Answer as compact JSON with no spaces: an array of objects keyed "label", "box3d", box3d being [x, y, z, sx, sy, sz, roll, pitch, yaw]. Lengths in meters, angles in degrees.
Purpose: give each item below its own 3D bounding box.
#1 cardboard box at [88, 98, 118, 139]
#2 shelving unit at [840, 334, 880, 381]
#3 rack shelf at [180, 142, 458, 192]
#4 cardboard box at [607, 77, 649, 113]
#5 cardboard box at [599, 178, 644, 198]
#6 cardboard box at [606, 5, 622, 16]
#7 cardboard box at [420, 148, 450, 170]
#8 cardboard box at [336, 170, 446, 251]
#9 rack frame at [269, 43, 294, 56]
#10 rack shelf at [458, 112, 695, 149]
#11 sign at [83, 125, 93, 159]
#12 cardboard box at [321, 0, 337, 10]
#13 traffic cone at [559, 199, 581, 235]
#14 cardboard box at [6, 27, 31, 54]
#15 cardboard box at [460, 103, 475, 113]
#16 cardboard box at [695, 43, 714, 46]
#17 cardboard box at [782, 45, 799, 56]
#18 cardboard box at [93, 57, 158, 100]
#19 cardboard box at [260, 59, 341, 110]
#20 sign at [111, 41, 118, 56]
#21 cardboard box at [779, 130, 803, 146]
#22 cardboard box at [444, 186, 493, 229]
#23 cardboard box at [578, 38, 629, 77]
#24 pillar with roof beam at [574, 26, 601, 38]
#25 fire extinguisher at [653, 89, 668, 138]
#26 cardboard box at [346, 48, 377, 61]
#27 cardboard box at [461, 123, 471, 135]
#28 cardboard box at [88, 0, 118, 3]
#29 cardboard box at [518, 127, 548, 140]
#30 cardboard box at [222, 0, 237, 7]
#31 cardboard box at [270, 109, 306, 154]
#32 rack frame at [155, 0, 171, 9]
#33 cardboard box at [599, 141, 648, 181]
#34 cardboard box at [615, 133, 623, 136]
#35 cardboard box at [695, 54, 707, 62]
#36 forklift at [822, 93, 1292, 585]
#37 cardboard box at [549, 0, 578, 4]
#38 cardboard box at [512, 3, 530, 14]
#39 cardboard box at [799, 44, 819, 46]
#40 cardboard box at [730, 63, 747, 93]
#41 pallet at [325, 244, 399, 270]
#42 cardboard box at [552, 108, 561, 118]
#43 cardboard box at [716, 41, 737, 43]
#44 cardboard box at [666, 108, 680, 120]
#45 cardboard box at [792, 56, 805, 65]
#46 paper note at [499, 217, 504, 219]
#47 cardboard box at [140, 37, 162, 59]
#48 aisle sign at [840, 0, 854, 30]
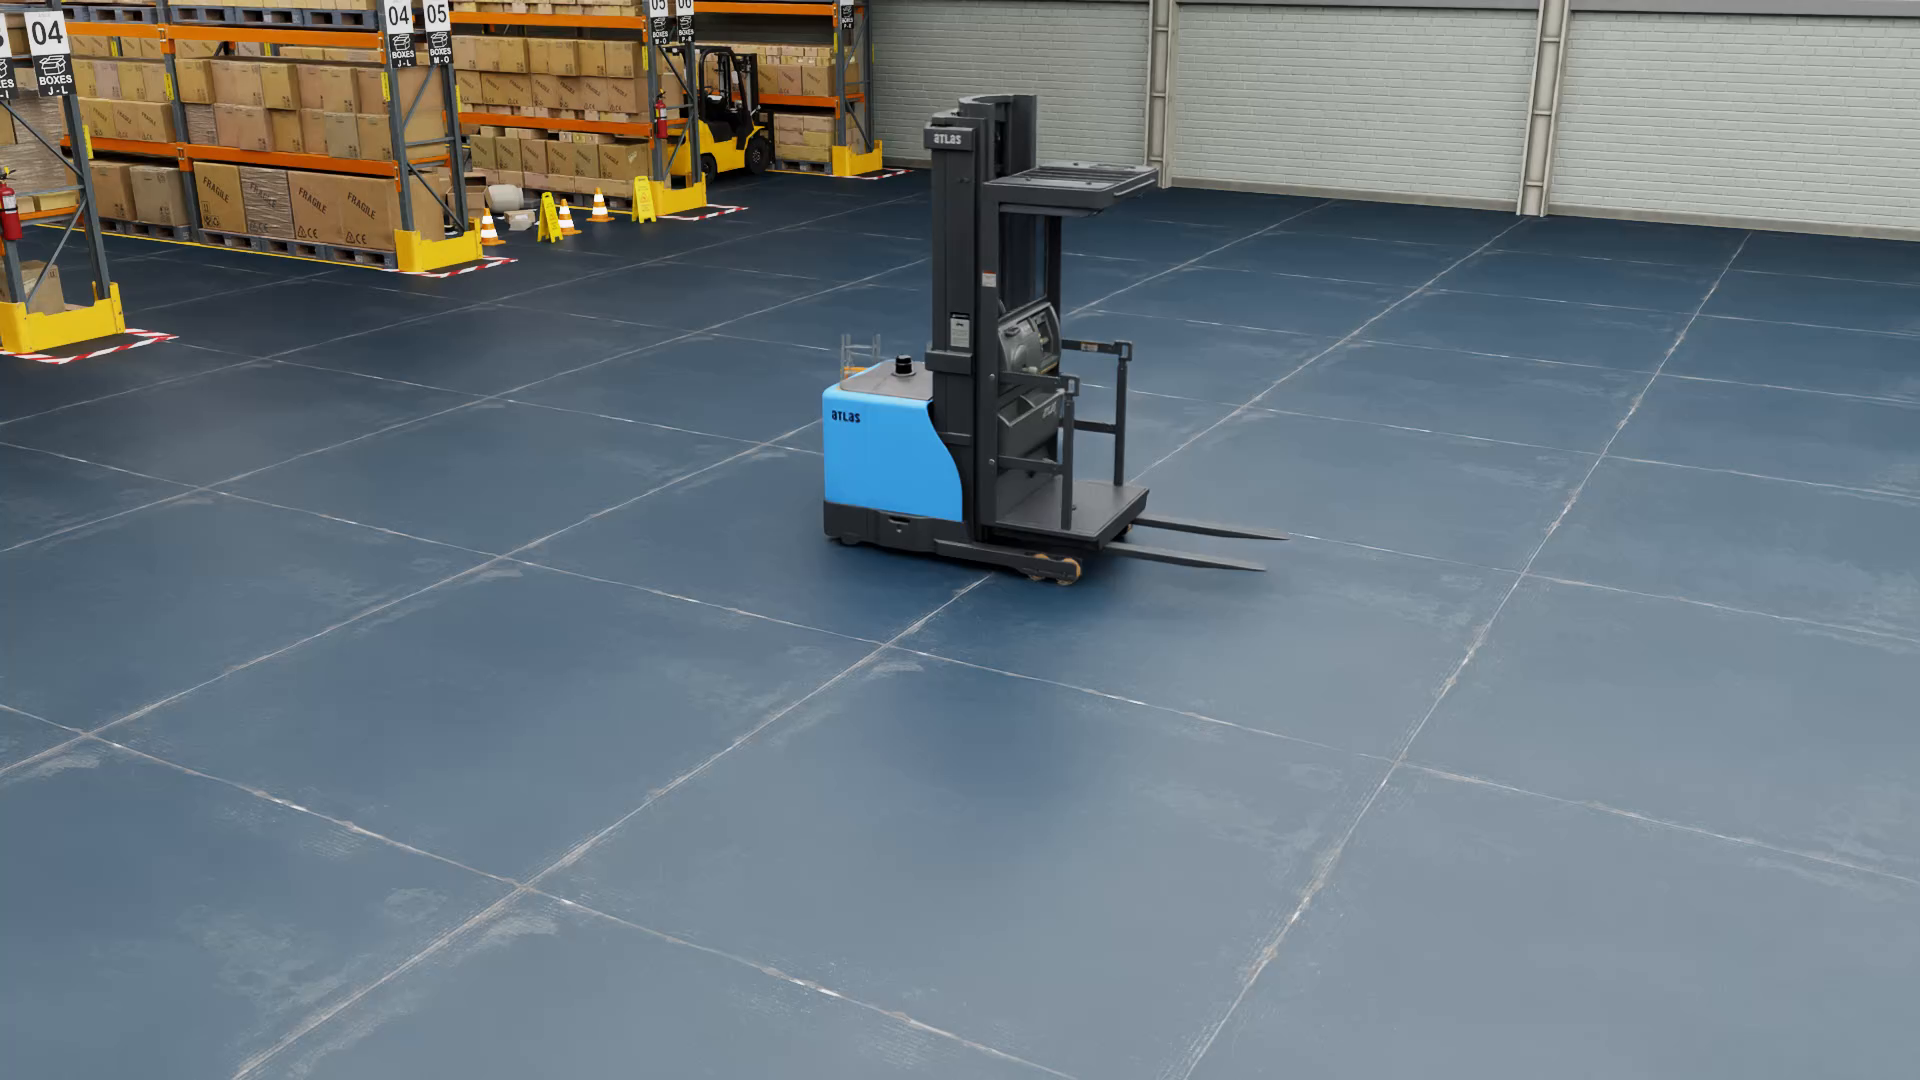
[{"label":"cardboard box","box3d":[-11.514,-5.782,22.759,0.500,0.500,0.500,11,23,28]},{"label":"shelving unit","box3d":[-0.726,-0.879,12.006,0.258,1.200,0.189,3,9,8]},{"label":"rack shelf","box3d":[-8.300,-4.889,21.499,4.000,0.370,1.077,11,23,27]},{"label":"cardboard box","box3d":[-4.836,-6.580,24.523,0.500,0.500,0.500,10,22,26]},{"label":"cardboard box","box3d":[-5.086,-5.348,25.126,0.500,0.250,0.500,11,23,27]},{"label":"cardboard box","box3d":[-4.909,-7.685,24.120,0.250,0.149,0.380,11,23,28]},{"label":"cardboard box","box3d":[-8.809,-6.217,27.343,0.625,0.372,0.950,12,23,31]},{"label":"cardboard box","box3d":[-7.178,-4.186,21.007,0.875,0.875,0.875,11,23,28]},{"label":"rack frame","box3d":[-11.212,-7.715,28.236,0.127,3.000,1.000,11,23,27]},{"label":"rack shelf","box3d":[-5.974,-6.379,25.608,4.000,0.370,1.077,11,23,27]},{"label":"sign","box3d":[-8.797,-4.003,16.733,0.005,0.325,0.100,11,23,27]},{"label":"cardboard box","box3d":[-7.454,-6.470,20.010,0.250,0.149,0.380,11,23,28]},{"label":"traffic cone","box3d":[-5.477,-4.493,23.072,0.334,0.463,0.336,11,23,27]},{"label":"cardboard box","box3d":[-9.356,-4.931,16.382,0.500,0.250,0.500,12,23,29]},{"label":"cardboard box","box3d":[-7.602,-6.784,26.037,0.250,0.149,0.380,11,23,27]},{"label":"cardboard box","box3d":[-4.495,-8.749,29.551,0.250,0.149,0.380,11,23,28]},{"label":"cardboard box","box3d":[-2.879,-8.483,28.817,0.250,0.149,0.380,11,23,28]},{"label":"cardboard box","box3d":[-11.373,-6.327,22.794,0.500,0.500,0.700,11,23,28]},{"label":"cardboard box","box3d":[-8.333,-5.793,21.132,0.500,0.550,0.875,11,23,27]},{"label":"sign","box3d":[-14.974,-8.659,29.452,0.005,0.325,0.100,11,23,27]},{"label":"cardboard box","box3d":[-2.821,-7.078,29.161,0.500,0.250,0.500,11,22,27]},{"label":"cardboard box","box3d":[-6.996,-4.750,23.721,0.637,0.503,0.797,-4,20,-10]},{"label":"cardboard box","box3d":[-5.219,-7.148,24.623,0.500,0.500,0.700,11,23,28]},{"label":"pillar with roof beam","box3d":[-9.316,-10.784,27.897,0.400,9.000,9.100,11,23,27]},{"label":"fire extinguisher","box3d":[-4.353,-6.192,24.150,0.183,0.674,0.296,11,23,27]},{"label":"cardboard box","box3d":[-9.574,-7.699,26.993,0.500,0.500,0.500,10,22,25]},{"label":"cardboard box","box3d":[-9.701,-8.309,32.921,0.500,0.500,0.500,10,22,26]},{"label":"cardboard box","box3d":[-11.231,-7.284,22.104,0.500,0.250,0.500,11,22,27]},{"label":"cardboard box","box3d":[-6.571,-6.266,25.607,0.250,0.149,0.380,12,23,30]},{"label":"cardboard box","box3d":[-9.005,-6.766,20.825,0.250,0.149,0.380,10,22,26]},{"label":"cardboard box","box3d":[-8.301,-5.304,21.370,0.500,0.550,0.875,11,23,27]},{"label":"rack frame","box3d":[-10.046,-8.380,21.270,0.127,3.000,1.000,11,23,27]},{"label":"cardboard box","box3d":[-5.055,-5.698,24.991,0.500,0.500,0.500,11,23,28]},{"label":"cardboard box","box3d":[-6.437,-7.824,31.403,0.625,0.625,0.875,11,22,27]},{"label":"cardboard box","box3d":[-4.506,-8.608,29.599,0.250,0.149,0.380,11,23,28]},{"label":"forklift","box3d":[0.634,-1.299,10.647,3.031,2.935,1.130,9,22,23]},{"label":"cardboard box","box3d":[-5.700,-8.038,24.510,0.500,0.250,0.500,12,23,29]},{"label":"cardboard box","box3d":[-6.485,-7.977,24.926,0.250,0.149,0.380,10,22,26]},{"label":"cardboard box","box3d":[-2.658,-8.613,29.177,0.250,0.149,0.380,11,23,28]},{"label":"cardboard box","box3d":[-3.708,-8.168,29.338,0.500,0.500,0.500,11,23,28]},{"label":"pallet","box3d":[-7.290,-3.693,21.237,1.213,0.211,1.003,11,23,27]},{"label":"cardboard box","box3d":[-5.984,-6.525,25.323,0.250,0.149,0.380,11,23,27]},{"label":"cardboard box","box3d":[-4.191,-8.940,30.078,0.250,0.149,0.380,10,22,26]},{"label":"cardboard box","box3d":[-4.424,-6.385,24.936,0.250,0.149,0.380,11,23,28]},{"label":"cardboard box","box3d":[-2.684,-8.284,28.707,0.250,0.149,0.380,11,23,28]},{"label":"paper note","box3d":[-6.692,-4.734,24.389,0.148,0.019,0.142,-16,26,-38]},{"label":"cardboard box","box3d":[-14.003,-8.662,29.234,0.500,0.500,0.500,11,22,27]},{"label":"aisle sign","box3d":[-1.896,-8.987,27.929,0.004,0.787,0.394,11,23,27]}]
